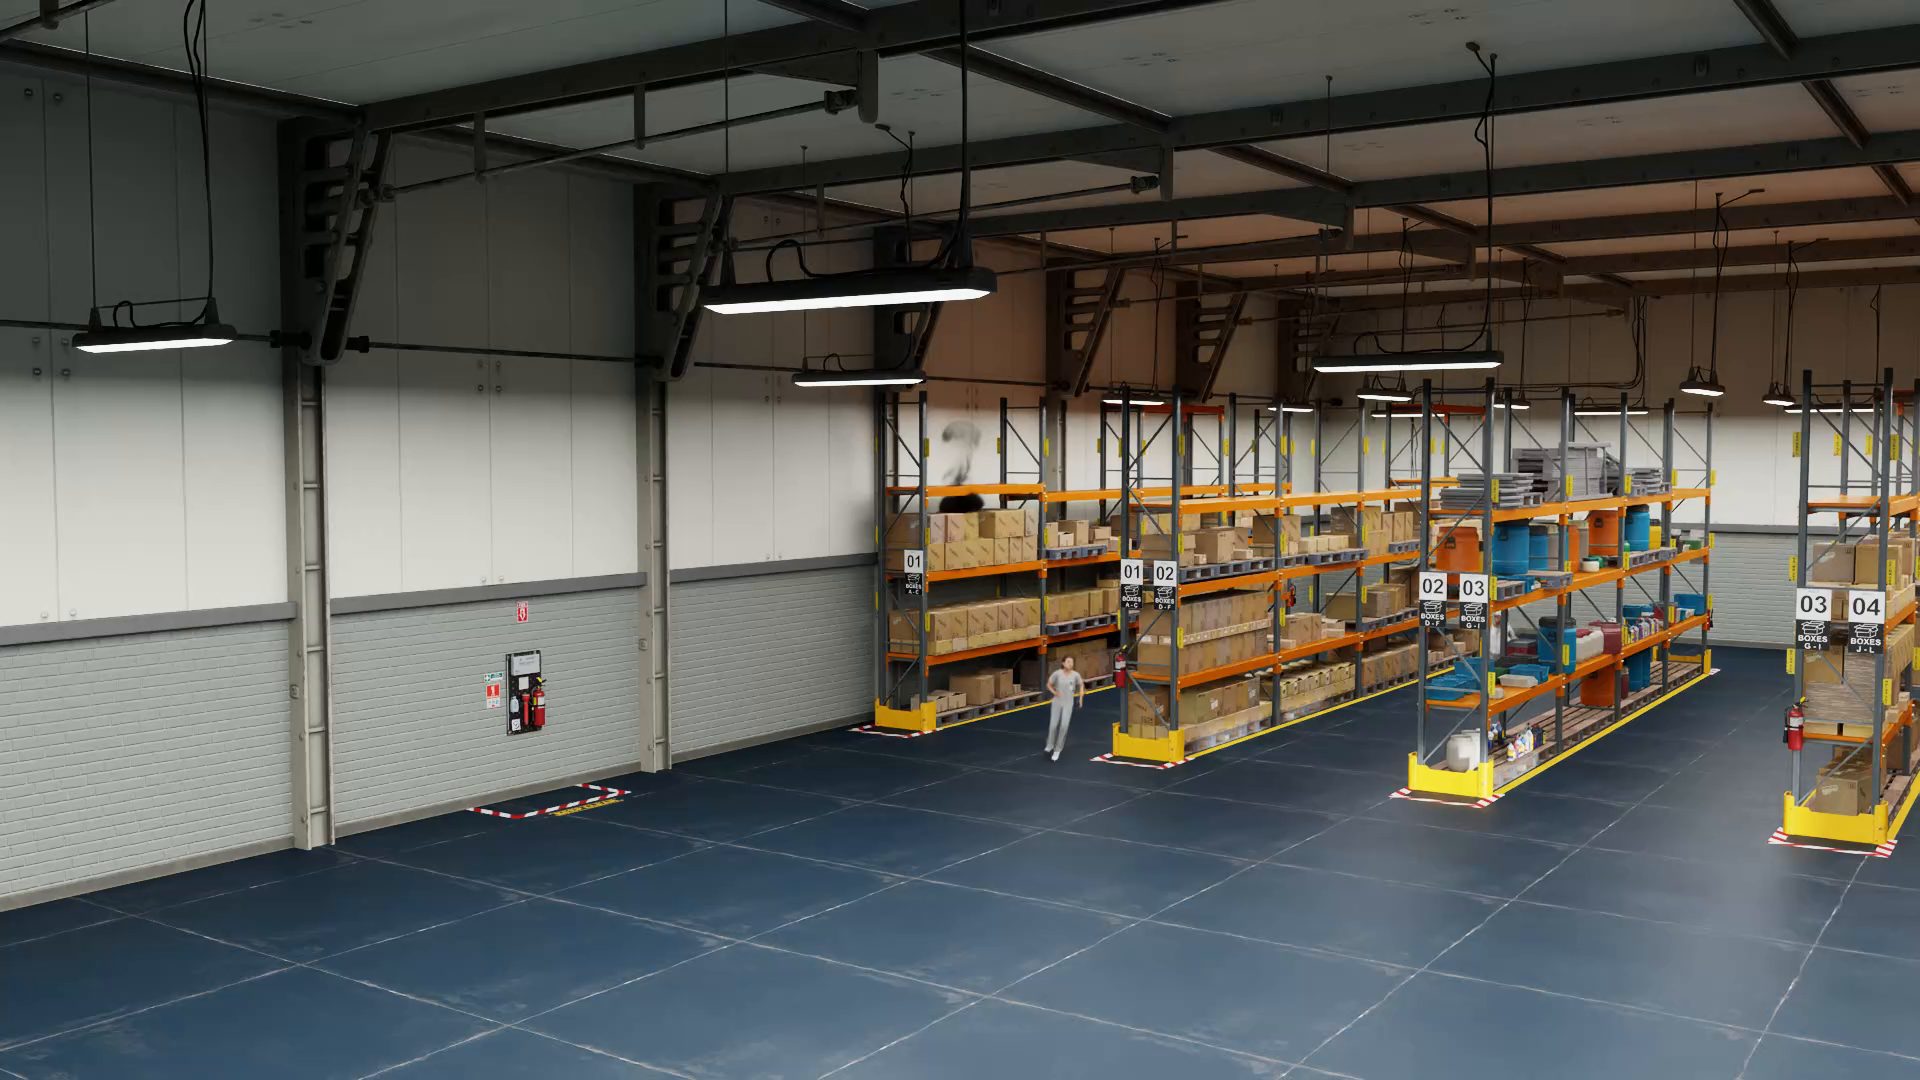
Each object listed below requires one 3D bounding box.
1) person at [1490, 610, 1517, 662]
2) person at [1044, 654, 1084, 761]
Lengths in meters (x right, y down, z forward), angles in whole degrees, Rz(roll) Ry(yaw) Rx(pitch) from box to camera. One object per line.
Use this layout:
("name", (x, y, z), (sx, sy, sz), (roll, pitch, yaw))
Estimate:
("person", (10.909, 2.281, 33.649), (0.661, 1.731, 0.585), (2, 4, 34))
("person", (1.683, 2.680, 26.861), (0.645, 1.676, 0.716), (0, 3, 3))
